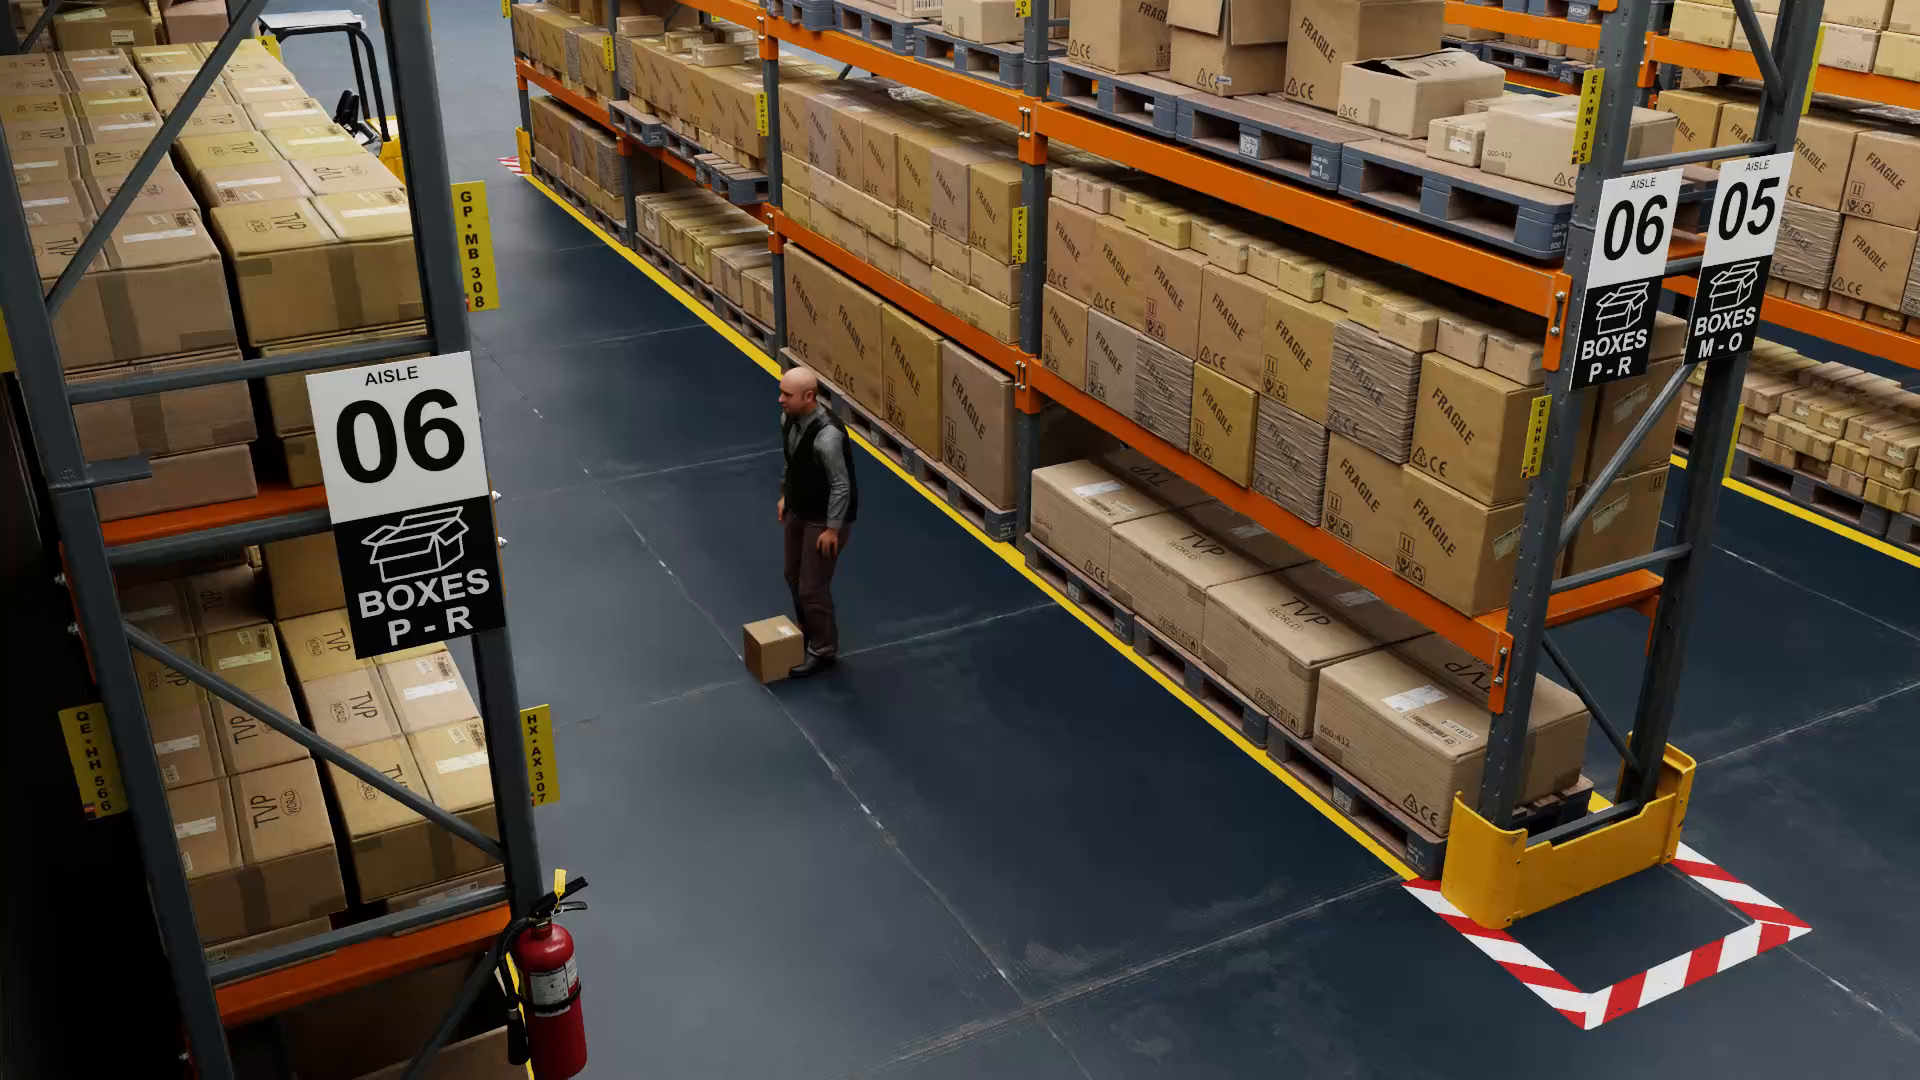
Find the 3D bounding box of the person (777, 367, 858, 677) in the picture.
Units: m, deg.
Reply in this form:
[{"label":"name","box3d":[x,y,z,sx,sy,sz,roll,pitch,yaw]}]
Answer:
[{"label":"person","box3d":[-0.791,-0.118,8.885,0.469,1.721,0.594,-15,29,-28]}]
